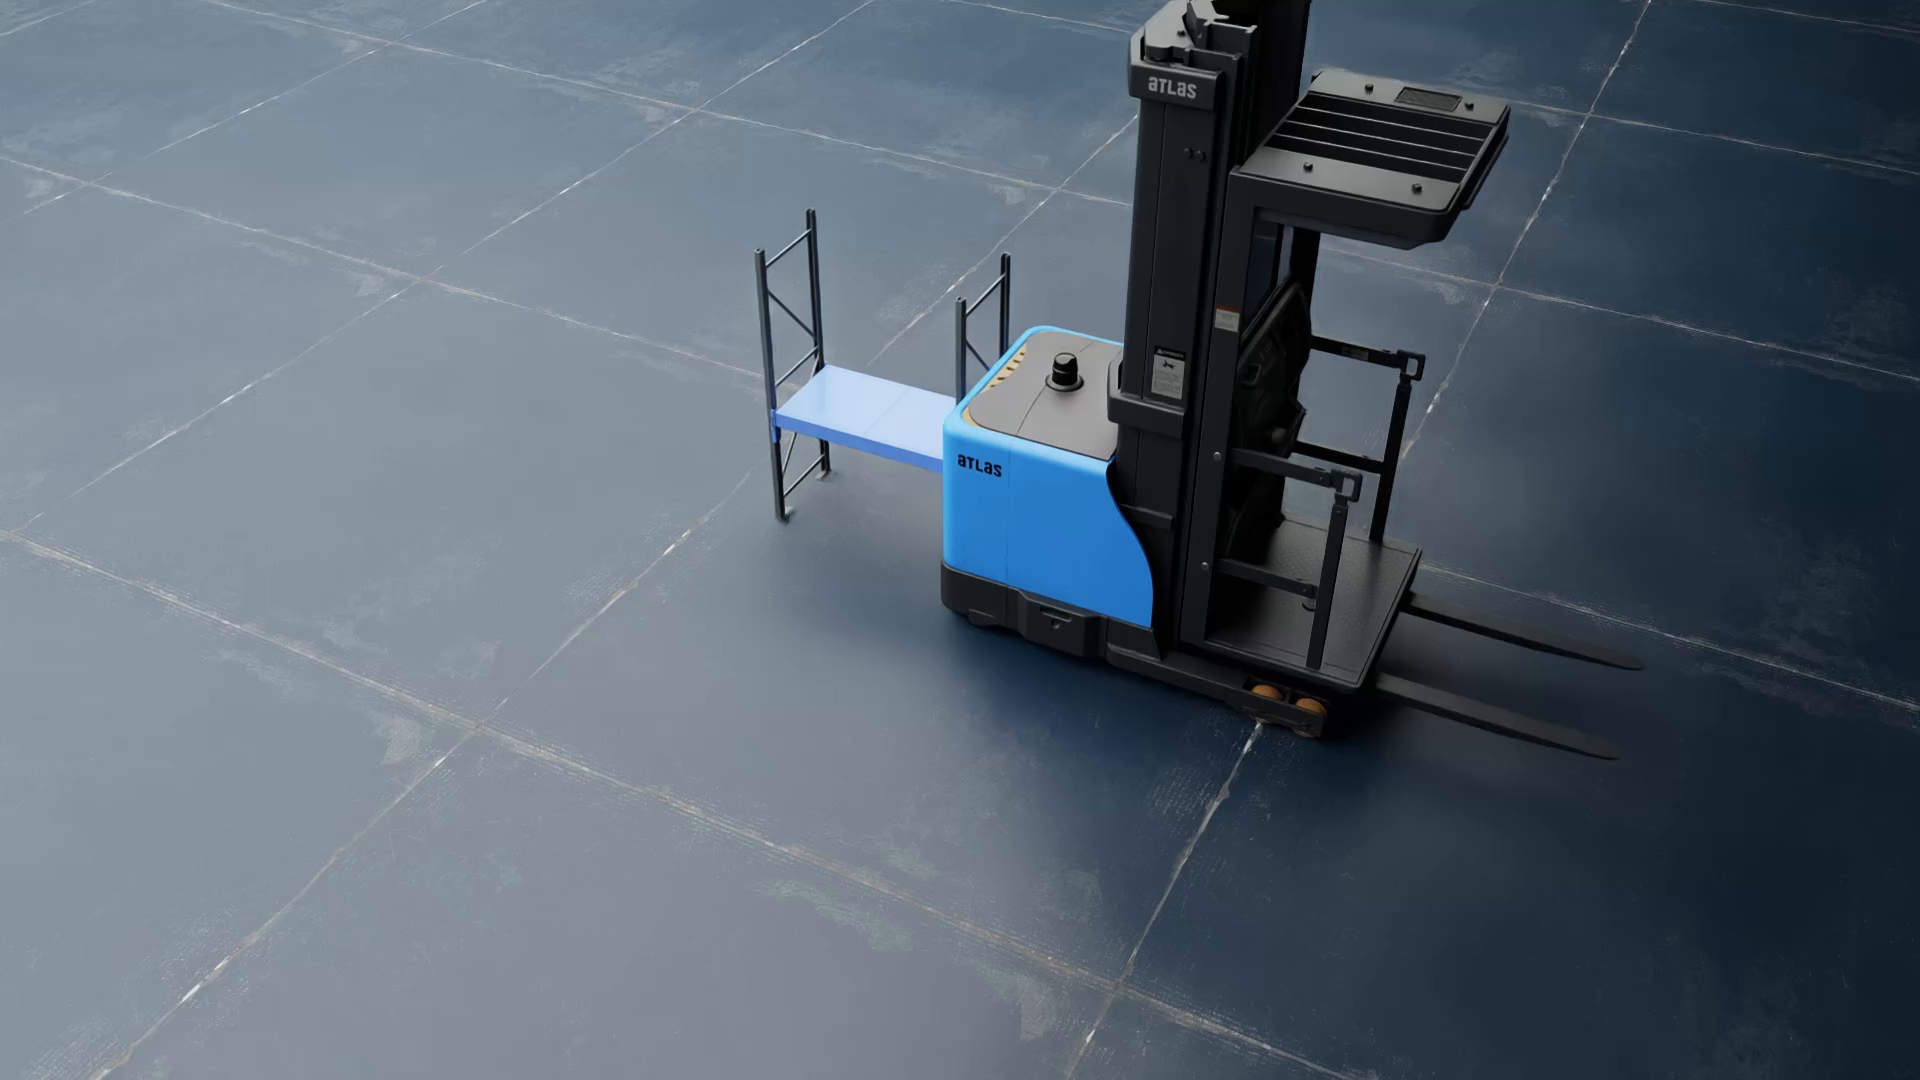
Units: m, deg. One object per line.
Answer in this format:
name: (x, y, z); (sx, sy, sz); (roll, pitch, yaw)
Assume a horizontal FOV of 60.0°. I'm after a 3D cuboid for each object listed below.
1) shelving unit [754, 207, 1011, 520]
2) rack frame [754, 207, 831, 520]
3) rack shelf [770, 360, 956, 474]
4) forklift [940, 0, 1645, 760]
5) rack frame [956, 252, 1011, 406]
shelving unit: (-0.351, -0.700, 7.952); (1.048, 1.500, 0.538); (17, 40, 21)
rack frame: (-0.807, -0.837, 8.132); (0.032, 1.500, 0.500); (17, 40, 21)
rack shelf: (-0.351, -0.557, 8.061); (1.000, 0.185, 0.538); (17, 40, 21)
forklift: (1.463, -0.688, 6.752); (3.031, 2.935, 1.130); (17, 40, 21)
rack frame: (0.104, -0.564, 7.772); (0.032, 1.500, 0.500); (17, 40, 21)
